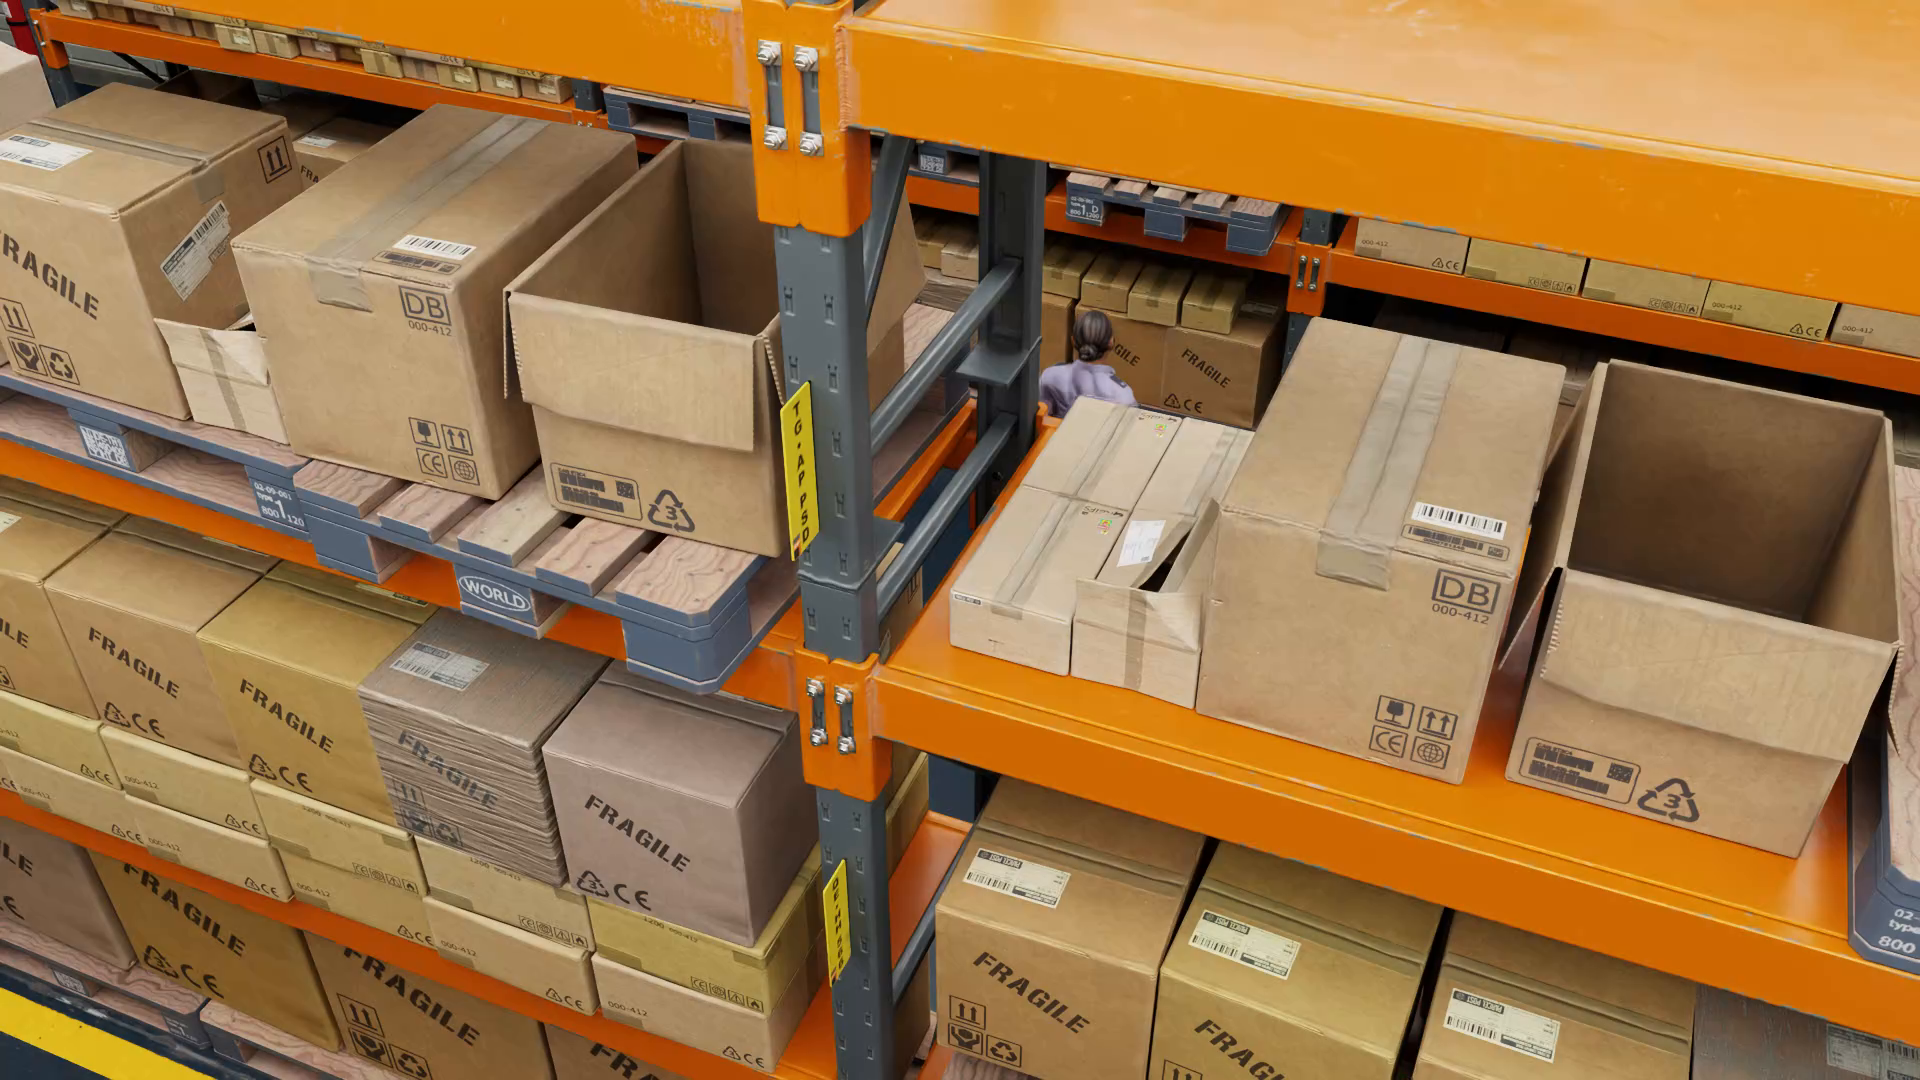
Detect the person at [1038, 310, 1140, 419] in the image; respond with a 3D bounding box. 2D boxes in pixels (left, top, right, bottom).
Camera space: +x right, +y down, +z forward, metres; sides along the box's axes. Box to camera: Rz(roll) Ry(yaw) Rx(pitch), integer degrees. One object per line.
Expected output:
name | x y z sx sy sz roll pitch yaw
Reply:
person | 0.594 -0.314 7.290 0.503 1.553 0.938 29 46 32
